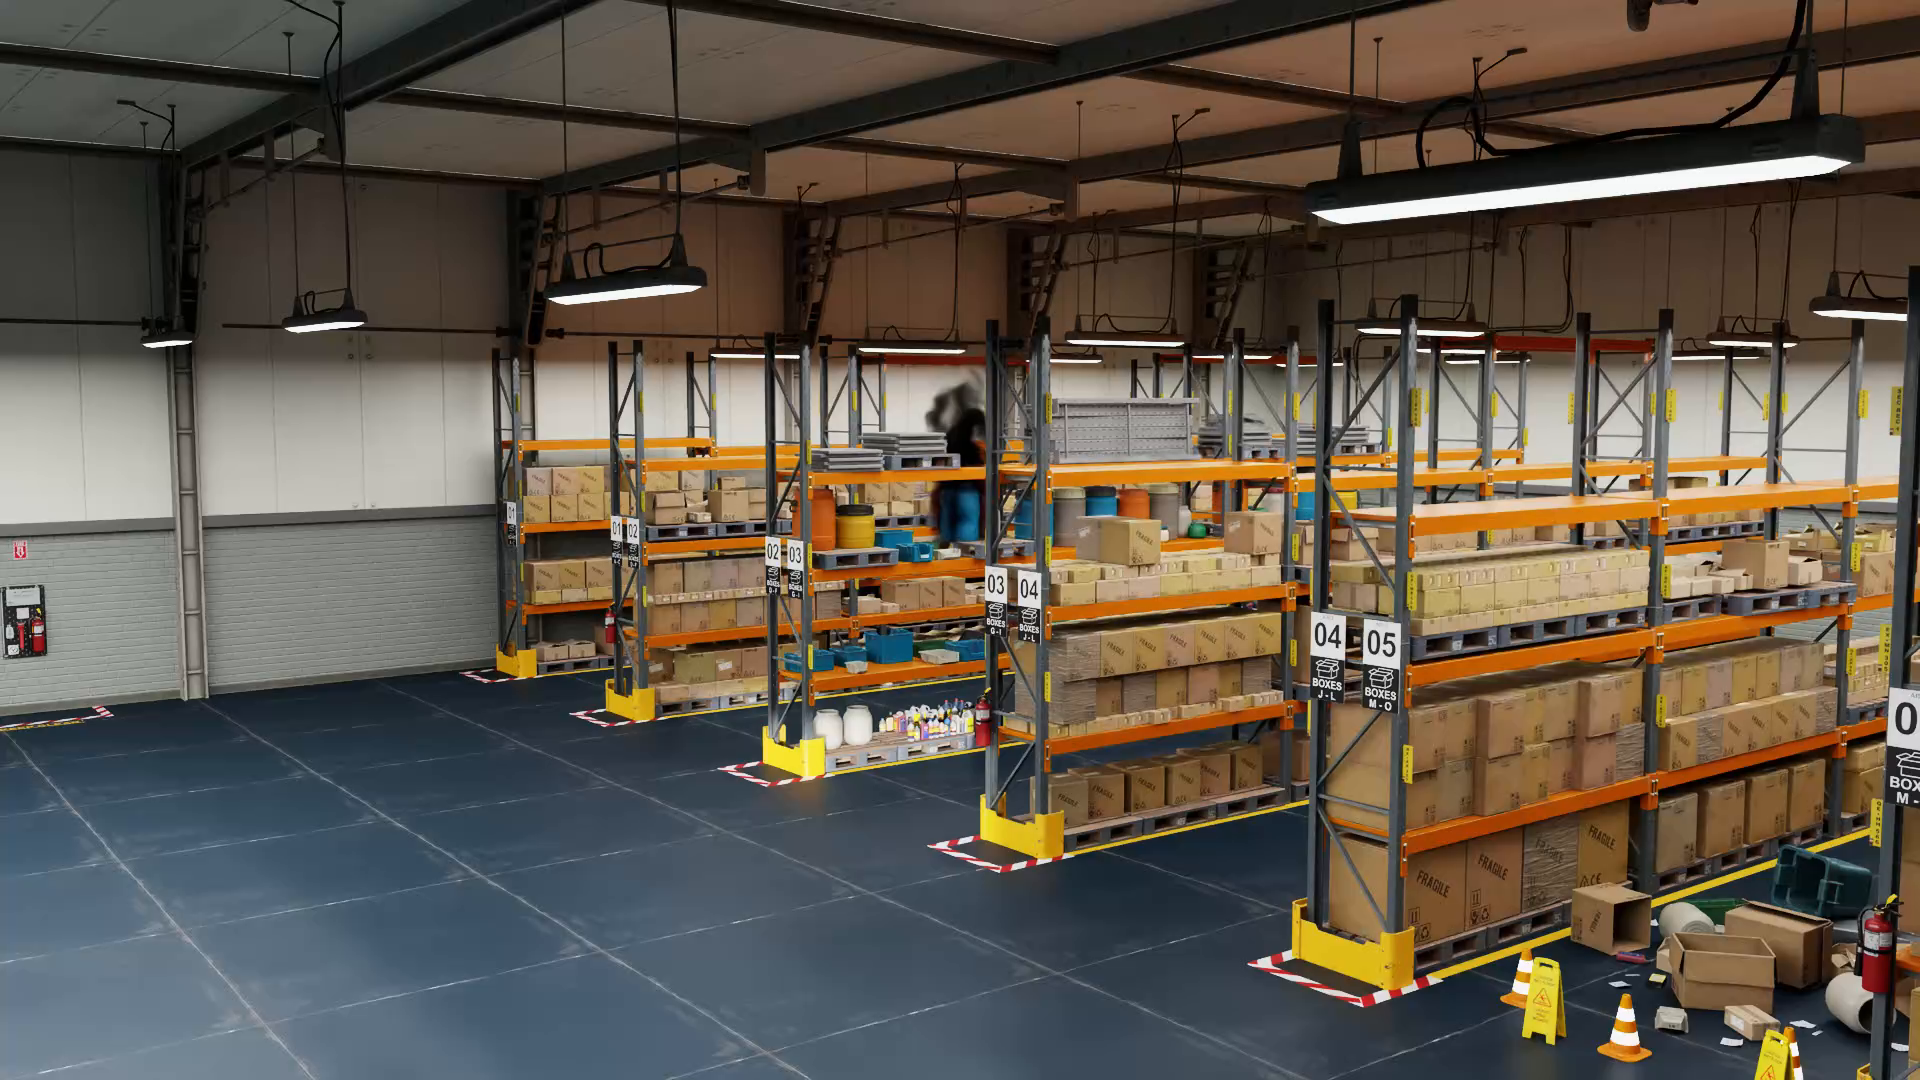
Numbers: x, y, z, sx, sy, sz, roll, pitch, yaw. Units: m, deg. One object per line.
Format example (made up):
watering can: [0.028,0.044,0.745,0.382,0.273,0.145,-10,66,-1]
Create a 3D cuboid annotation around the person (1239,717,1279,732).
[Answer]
person: [4.374,2.100,24.578,0.715,1.661,0.892,5,7,43]
